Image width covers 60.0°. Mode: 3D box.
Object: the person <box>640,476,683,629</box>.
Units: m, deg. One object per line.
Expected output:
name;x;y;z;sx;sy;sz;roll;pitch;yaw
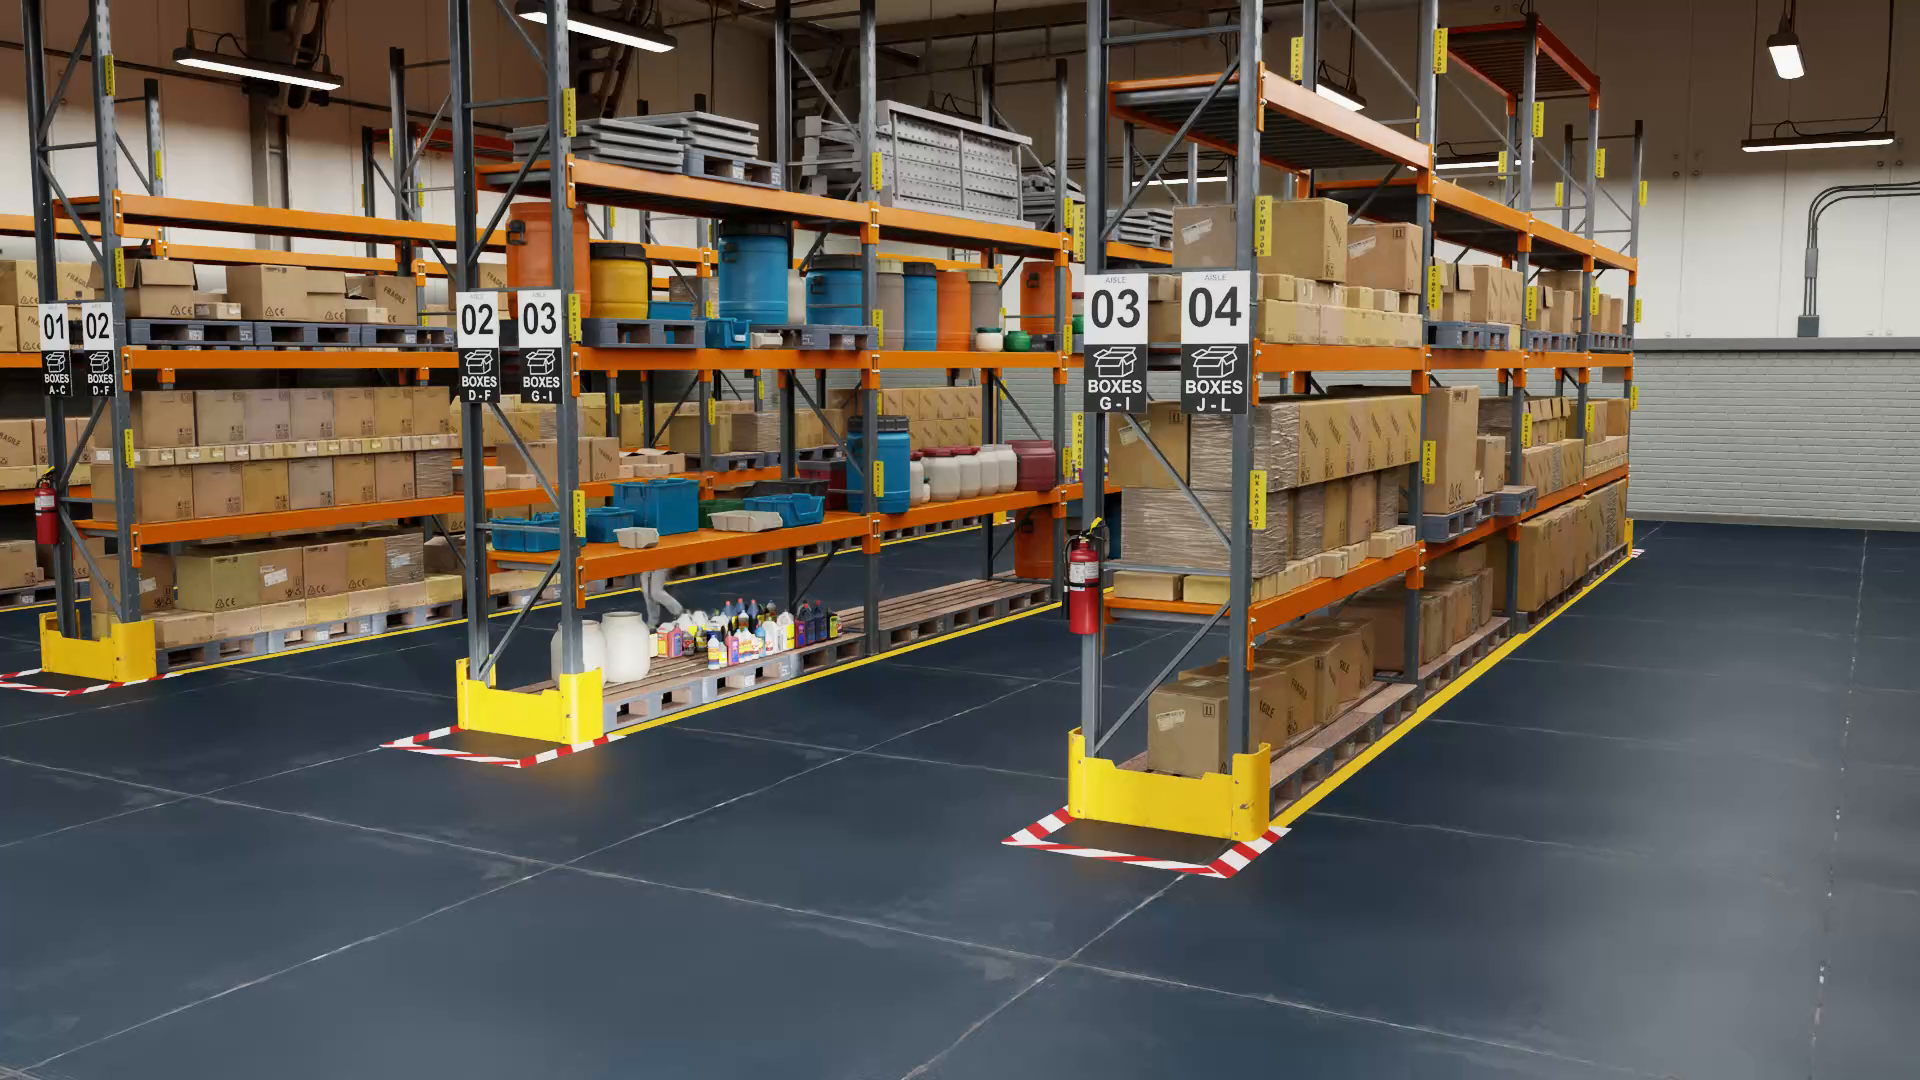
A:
person;-2.888;0.182;16.007;0.449;1.584;0.462;4;7;35
